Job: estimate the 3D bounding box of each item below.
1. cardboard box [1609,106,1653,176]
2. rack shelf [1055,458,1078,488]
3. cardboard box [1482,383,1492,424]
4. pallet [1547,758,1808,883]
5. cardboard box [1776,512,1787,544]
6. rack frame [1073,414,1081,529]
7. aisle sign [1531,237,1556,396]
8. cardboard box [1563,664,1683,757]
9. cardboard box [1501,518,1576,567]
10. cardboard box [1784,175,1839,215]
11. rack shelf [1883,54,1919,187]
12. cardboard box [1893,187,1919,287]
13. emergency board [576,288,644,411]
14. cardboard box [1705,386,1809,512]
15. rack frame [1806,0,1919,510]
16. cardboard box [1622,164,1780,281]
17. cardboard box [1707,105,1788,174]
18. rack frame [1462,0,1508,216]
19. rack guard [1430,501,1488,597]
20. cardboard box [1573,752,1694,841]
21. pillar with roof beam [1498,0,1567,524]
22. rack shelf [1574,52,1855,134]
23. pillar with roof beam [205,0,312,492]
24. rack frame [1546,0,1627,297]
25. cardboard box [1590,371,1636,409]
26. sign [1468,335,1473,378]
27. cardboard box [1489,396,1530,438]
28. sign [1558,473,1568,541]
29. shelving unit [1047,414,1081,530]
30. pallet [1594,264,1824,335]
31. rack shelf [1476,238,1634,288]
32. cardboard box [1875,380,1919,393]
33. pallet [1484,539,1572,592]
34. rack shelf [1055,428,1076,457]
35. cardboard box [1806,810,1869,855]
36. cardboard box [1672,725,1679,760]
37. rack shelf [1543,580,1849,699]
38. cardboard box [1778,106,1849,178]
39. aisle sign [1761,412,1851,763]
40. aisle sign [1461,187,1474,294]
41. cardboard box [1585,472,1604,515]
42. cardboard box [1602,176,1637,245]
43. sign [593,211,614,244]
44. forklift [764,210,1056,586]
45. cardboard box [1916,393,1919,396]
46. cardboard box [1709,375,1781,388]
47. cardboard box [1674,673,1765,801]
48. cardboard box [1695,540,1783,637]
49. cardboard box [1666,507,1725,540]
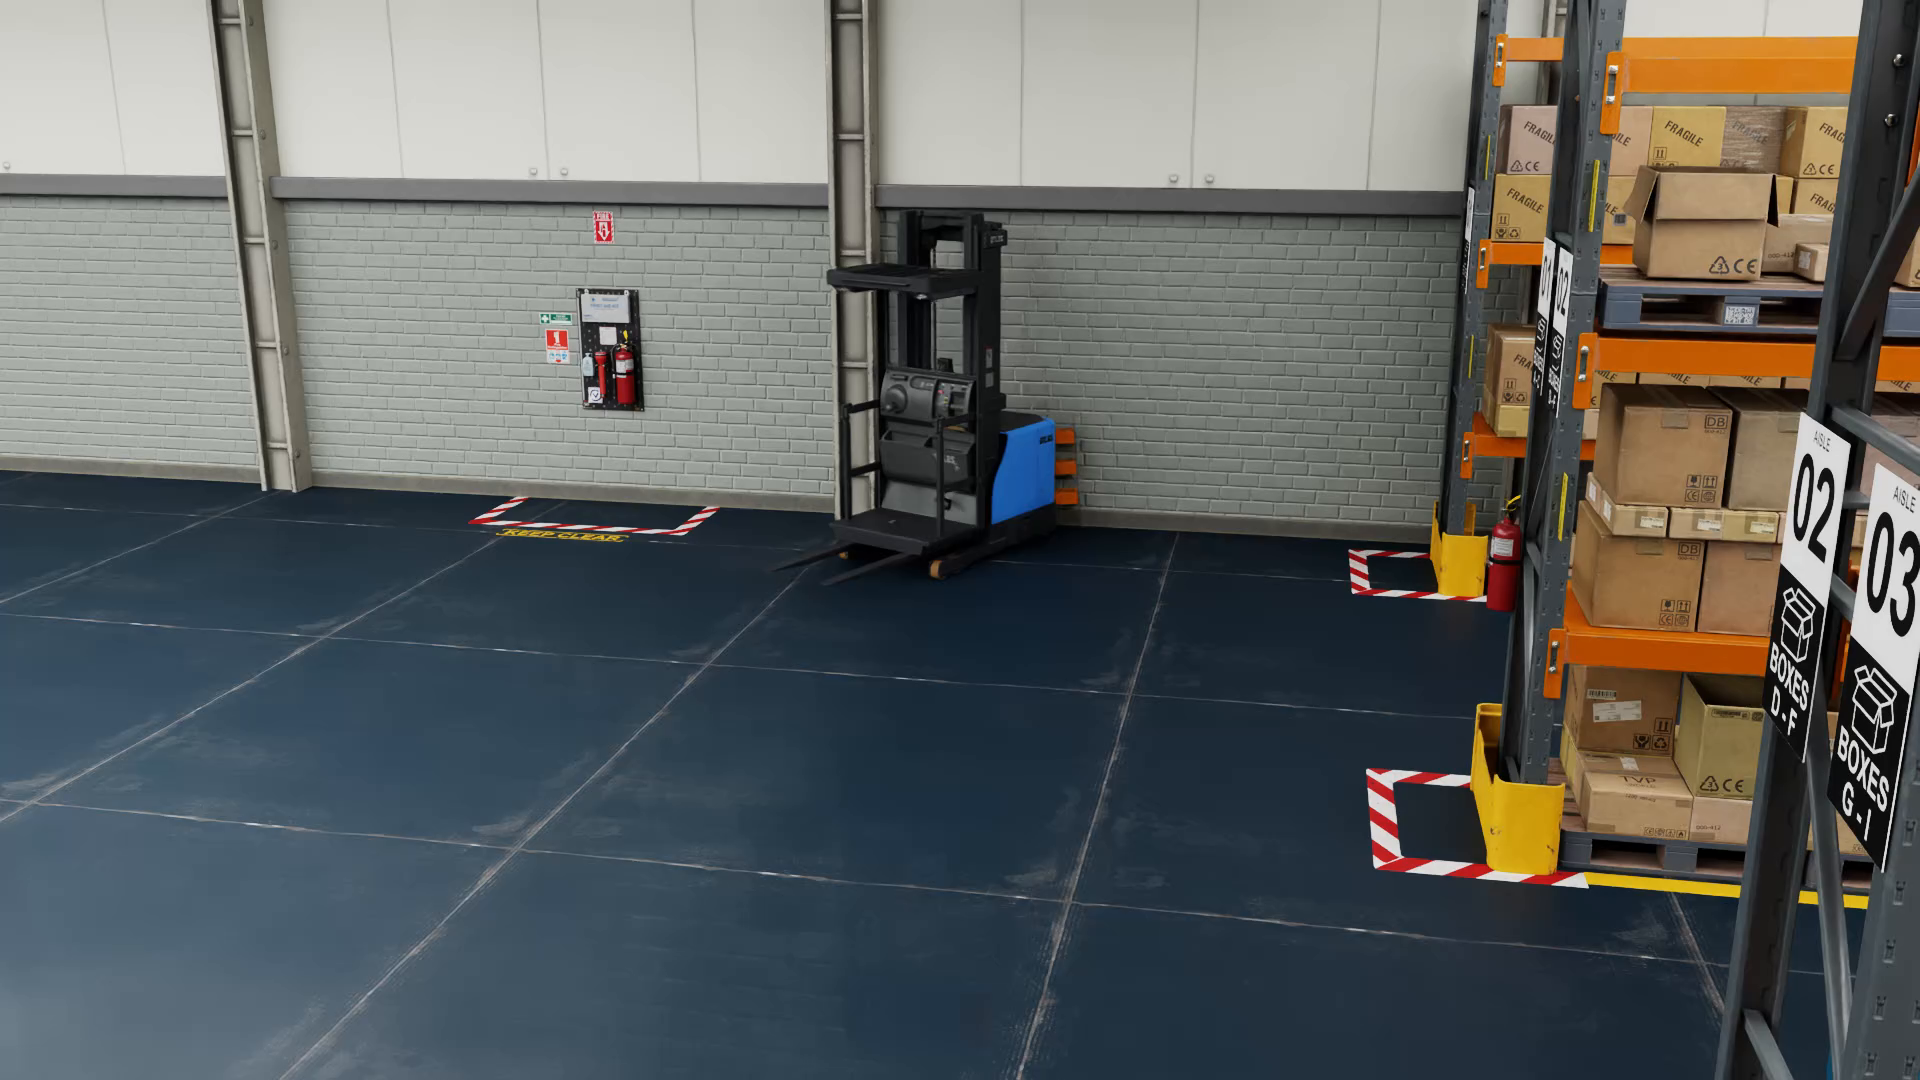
[{"bbox_3d":[4.879,-3.010,12.522,0.500,0.500,0.500,3,16,10],"label":"cardboard box"},{"bbox_3d":[0.953,-0.618,15.243,0.240,0.259,0.215,-3,12,6],"label":"rack shelf"},{"bbox_3d":[4.565,-1.112,13.630,0.500,0.250,0.500,3,16,12],"label":"cardboard box"},{"bbox_3d":[3.843,1.521,9.105,1.213,0.211,1.003,3,16,11],"label":"pallet"},{"bbox_3d":[4.177,-0.095,8.314,0.250,0.149,0.380,3,16,10],"label":"cardboard box"},{"bbox_3d":[1.074,-0.635,15.228,0.008,1.050,0.200,-3,12,6],"label":"rack frame"},{"bbox_3d":[3.079,-1.186,8.783,0.004,0.787,0.394,3,16,11],"label":"aisle sign"},{"bbox_3d":[3.670,0.860,9.229,0.500,0.500,0.500,3,16,11],"label":"cardboard box"},{"bbox_3d":[4.729,-0.004,13.602,0.500,0.311,0.500,1,16,5],"label":"cardboard box"},{"bbox_3d":[6.401,-2.451,12.378,0.500,0.500,0.500,2,16,9],"label":"cardboard box"},{"bbox_3d":[4.054,-0.802,3.128,4.000,0.370,1.077,3,16,11],"label":"rack shelf"},{"bbox_3d":[4.658,-1.456,7.775,0.500,0.500,0.500,3,16,11],"label":"cardboard box"},{"bbox_3d":[-3.367,-1.798,15.865,0.643,1.169,0.194,3,16,11],"label":"emergency board"},{"bbox_3d":[4.108,-0.468,8.446,0.500,0.500,0.700,3,16,10],"label":"cardboard box"},{"bbox_3d":[2.094,-1.448,3.362,0.127,3.000,1.000,3,16,11],"label":"rack frame"},{"bbox_3d":[3.647,-1.586,8.237,0.637,0.503,0.797,4,16,15],"label":"cardboard box"},{"bbox_3d":[6.050,-3.092,12.820,0.500,0.500,0.500,3,16,11],"label":"cardboard box"},{"bbox_3d":[4.069,-4.040,12.718,0.127,3.000,1.000,3,16,11],"label":"rack frame"},{"bbox_3d":[4.143,0.060,13.838,0.348,0.500,1.175,3,16,11],"label":"rack guard"},{"bbox_3d":[3.566,1.357,8.838,0.500,0.250,0.500,3,16,11],"label":"cardboard box"},{"bbox_3d":[4.069,-3.103,9.335,0.400,9.000,9.100,3,16,11],"label":"pillar with roof beam"},{"bbox_3d":[5.045,-2.098,7.805,4.000,0.370,1.077,3,16,11],"label":"rack shelf"},{"bbox_3d":[-7.690,-3.741,11.640,0.400,9.000,9.100,3,16,11],"label":"pillar with roof beam"},{"bbox_3d":[3.085,-2.744,8.040,0.127,3.000,1.000,3,16,11],"label":"rack frame"},{"bbox_3d":[4.959,-1.314,12.957,0.500,0.500,0.500,3,16,11],"label":"cardboard box"},{"bbox_3d":[3.961,-1.424,12.891,0.005,0.325,0.100,3,16,11],"label":"sign"},{"bbox_3d":[4.483,-0.977,13.143,0.500,0.250,0.500,3,16,9],"label":"cardboard box"},{"bbox_3d":[2.969,-0.163,8.191,0.005,0.325,0.100,3,16,11],"label":"sign"},{"bbox_3d":[0.952,-0.629,15.241,0.252,1.050,0.215,-3,12,6],"label":"shelving unit"},{"bbox_3d":[3.773,-1.211,8.292,1.213,0.211,1.003,3,16,11],"label":"pallet"},{"bbox_3d":[6.028,-2.141,12.831,4.000,0.370,1.077,3,16,11],"label":"rack shelf"},{"bbox_3d":[6.973,-1.204,12.558,0.500,0.500,0.500,3,16,11],"label":"cardboard box"},{"bbox_3d":[4.932,0.252,13.688,1.213,0.211,1.003,3,16,11],"label":"pallet"},{"bbox_3d":[0.932,-0.895,15.185,0.240,0.259,0.215,-3,12,6],"label":"rack shelf"},{"bbox_3d":[4.547,1.409,8.649,0.500,0.250,0.500,3,16,11],"label":"cardboard box"},{"bbox_3d":[4.162,1.245,9.243,0.500,0.250,0.500,3,16,11],"label":"cardboard box"},{"bbox_3d":[5.045,0.601,8.552,4.000,0.370,1.077,3,16,11],"label":"rack shelf"},{"bbox_3d":[6.390,-2.928,12.227,0.500,0.500,0.500,3,16,9],"label":"cardboard box"},{"bbox_3d":[2.083,0.109,4.111,0.004,0.787,0.394,3,16,11],"label":"aisle sign"},{"bbox_3d":[3.938,-2.327,12.903,0.004,0.787,0.394,3,16,11],"label":"aisle sign"},{"bbox_3d":[3.497,-0.243,8.847,0.250,0.149,0.380,3,16,10],"label":"cardboard box"},{"bbox_3d":[4.866,-2.531,12.666,0.500,0.500,0.500,4,16,15],"label":"cardboard box"},{"bbox_3d":[-3.355,-2.942,15.651,0.199,0.298,0.001,3,16,11],"label":"sign"},{"bbox_3d":[-0.405,-1.228,13.936,1.130,2.935,3.031,11,19,35],"label":"forklift"},{"bbox_3d":[5.093,-0.415,8.254,0.500,0.500,0.700,3,16,11],"label":"cardboard box"},{"bbox_3d":[5.972,-1.261,12.764,0.500,0.500,0.500,4,16,13],"label":"cardboard box"},{"bbox_3d":[4.057,1.022,8.644,0.500,0.500,0.500,3,16,11],"label":"cardboard box"},{"bbox_3d":[4.056,0.154,8.629,0.500,0.500,0.700,4,16,13],"label":"cardboard box"},{"bbox_3d":[3.686,-0.123,8.414,0.250,0.149,0.380,3,16,10],"label":"cardboard box"}]
